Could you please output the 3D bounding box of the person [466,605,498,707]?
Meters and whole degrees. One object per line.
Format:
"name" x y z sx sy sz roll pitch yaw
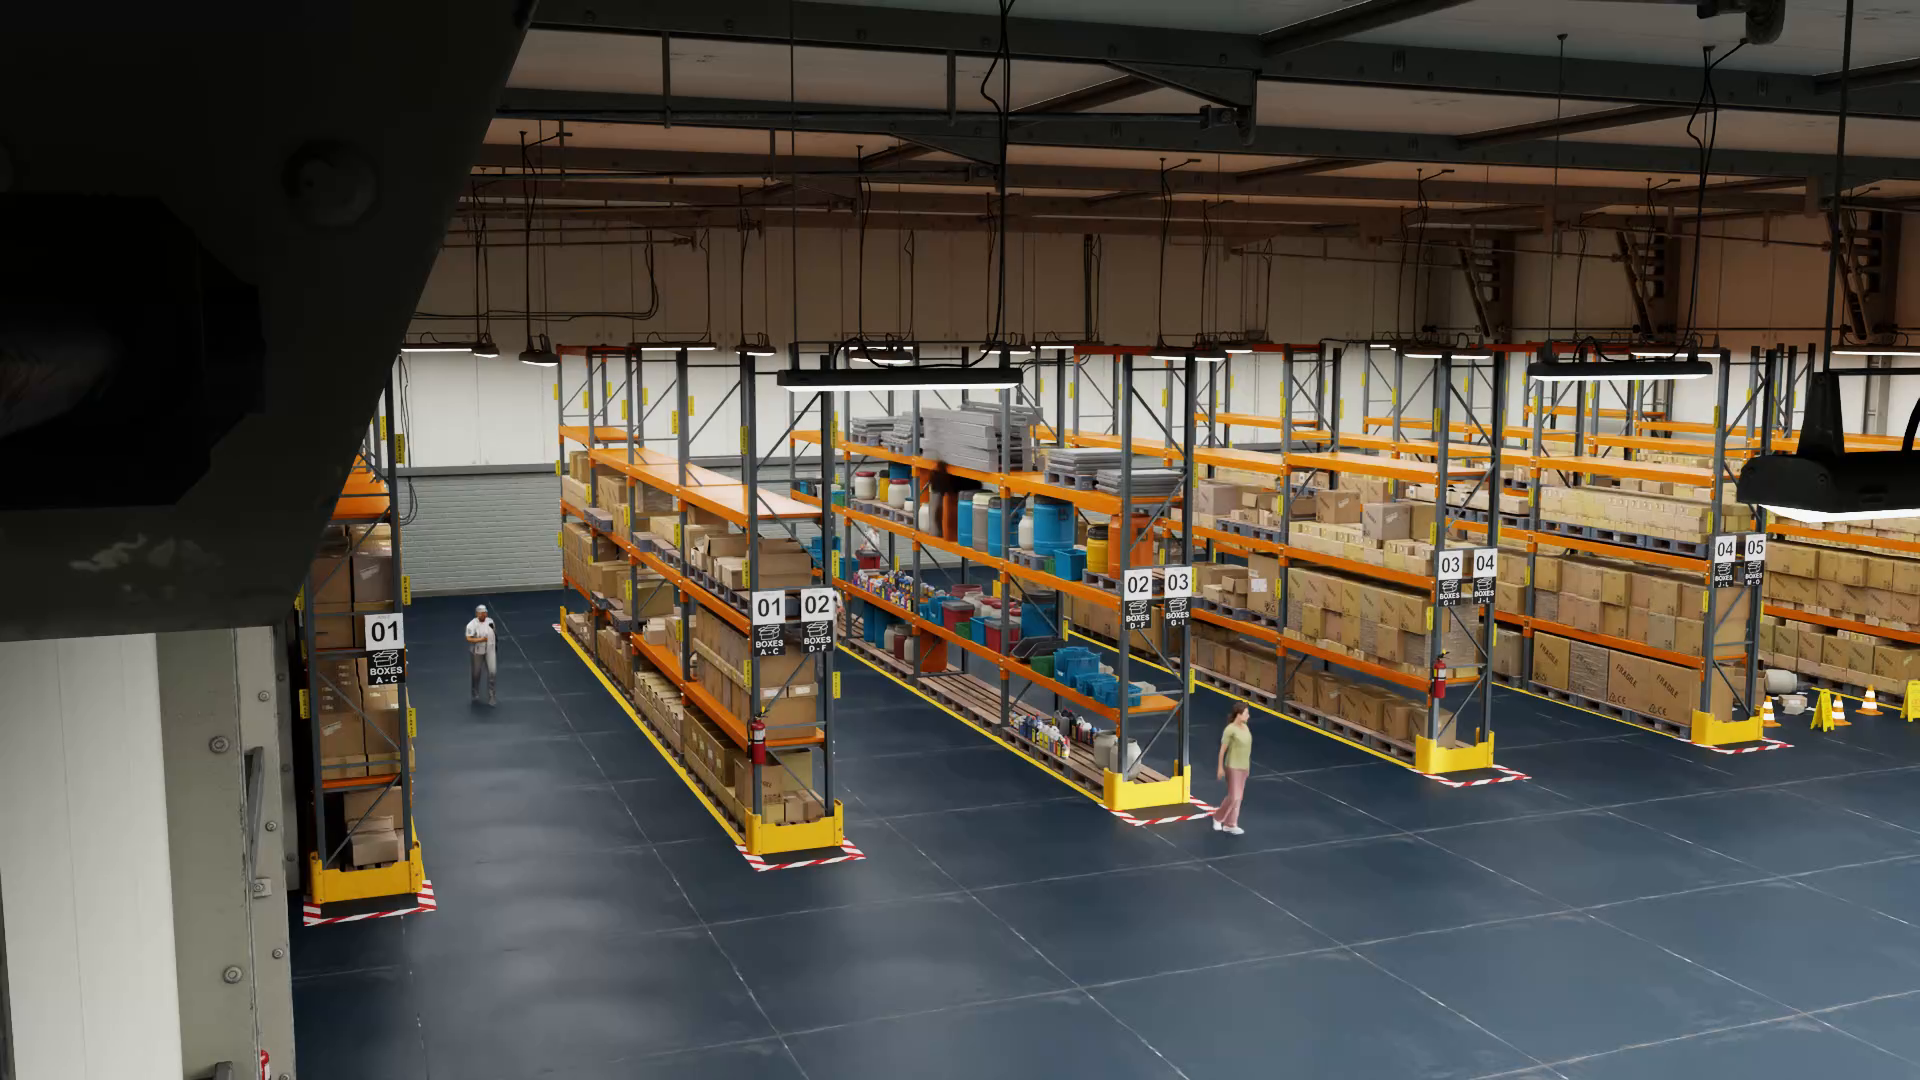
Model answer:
"person" -8.092 1.939 28.151 0.559 1.724 0.842 -4 8 -29

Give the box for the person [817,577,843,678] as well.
"person" -2.374 1.532 29.581 0.646 1.844 0.728 -4 8 -28

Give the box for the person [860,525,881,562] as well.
"person" -2.236 0.398 40.021 0.615 1.745 0.851 4 8 30

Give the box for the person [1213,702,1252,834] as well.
"person" 3.408 2.880 20.854 0.425 1.616 0.543 6 10 41
